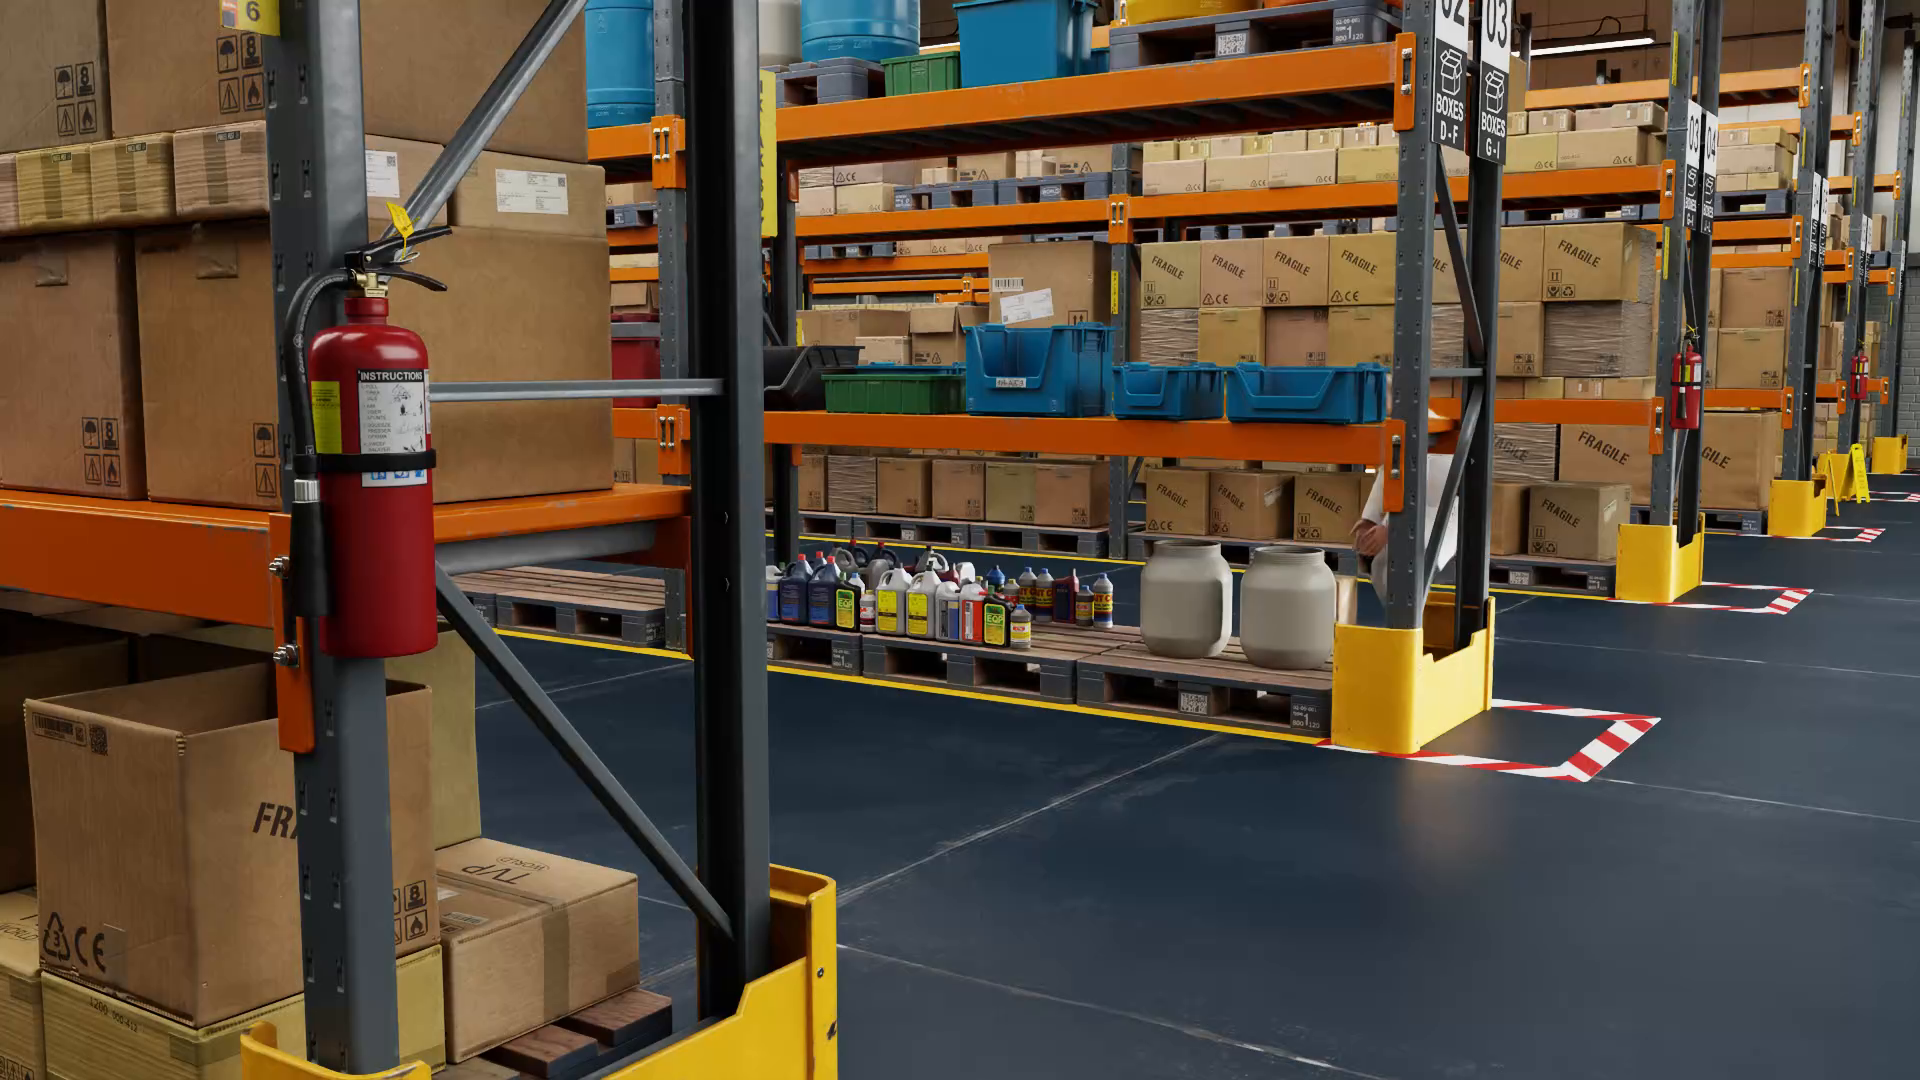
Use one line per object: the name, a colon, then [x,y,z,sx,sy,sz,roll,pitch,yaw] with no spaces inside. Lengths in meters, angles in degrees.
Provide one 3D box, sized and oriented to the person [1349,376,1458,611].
person: [2.324,-0.101,8.492,0.658,1.505,0.628,0,6,2]
